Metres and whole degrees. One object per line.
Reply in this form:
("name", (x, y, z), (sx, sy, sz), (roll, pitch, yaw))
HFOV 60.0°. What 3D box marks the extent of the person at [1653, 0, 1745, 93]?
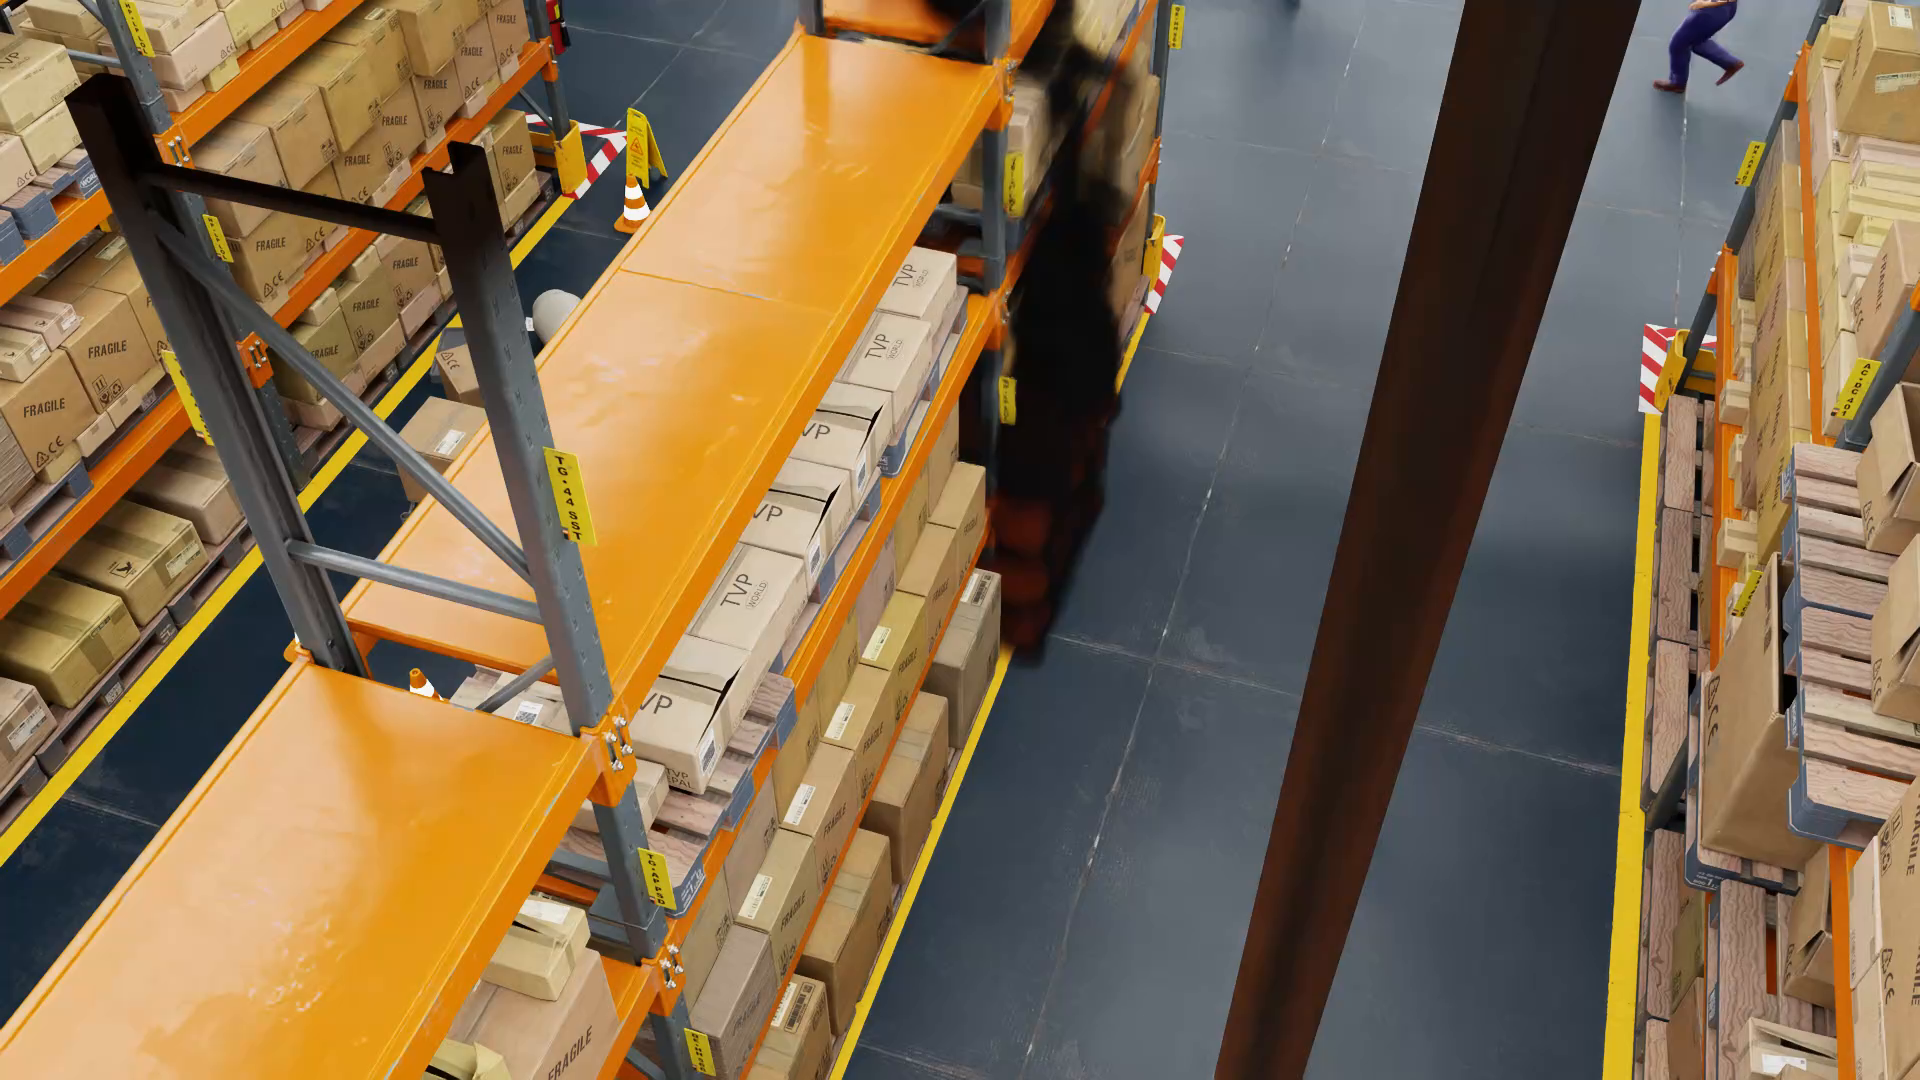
("person", (6.614, -4.593, 14.514), (0.685, 1.618, 0.607), (31, 53, 27))
